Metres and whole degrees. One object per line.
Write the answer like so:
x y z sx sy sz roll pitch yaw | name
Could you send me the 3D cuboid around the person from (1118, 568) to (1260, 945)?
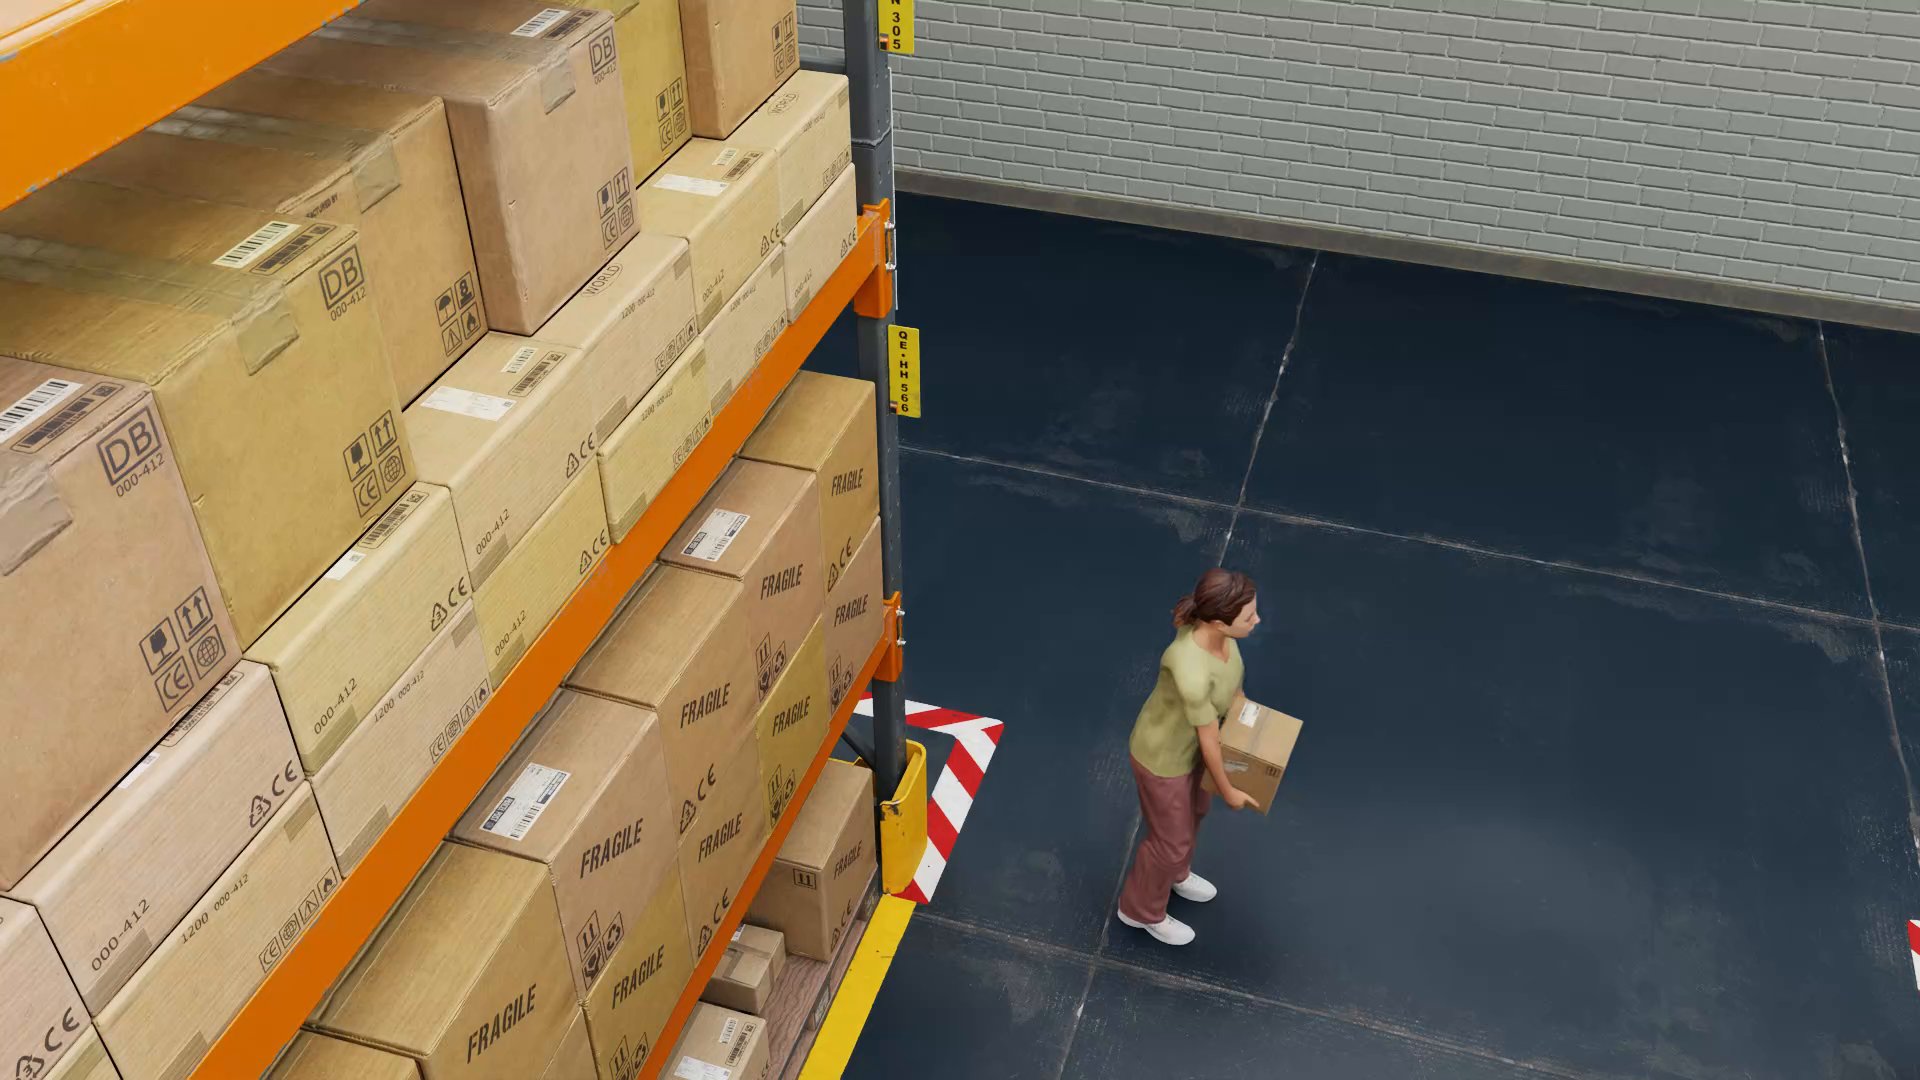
0.860 0.768 5.897 0.503 1.658 0.407 15 40 19 | person
